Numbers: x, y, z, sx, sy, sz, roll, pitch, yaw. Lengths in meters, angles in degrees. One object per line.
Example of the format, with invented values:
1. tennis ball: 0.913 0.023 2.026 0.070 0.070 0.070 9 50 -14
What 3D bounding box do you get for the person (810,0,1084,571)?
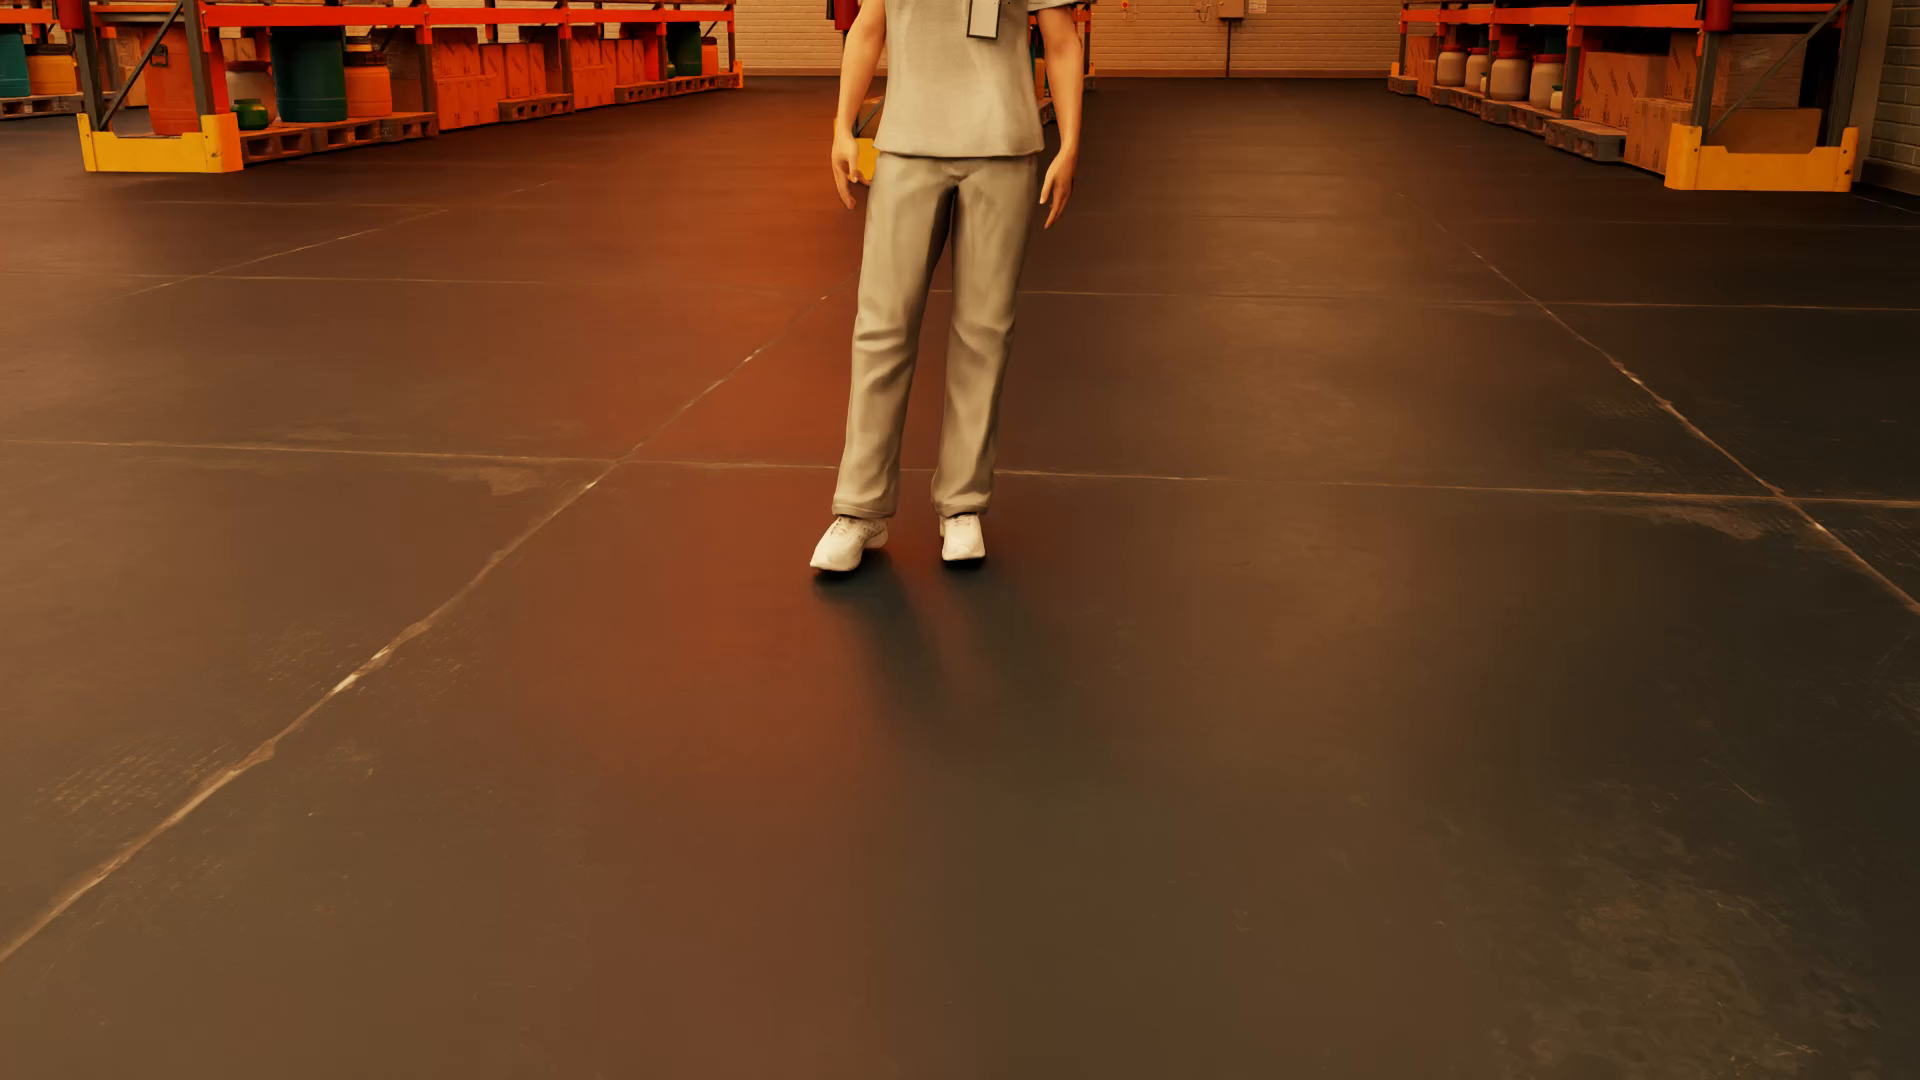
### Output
1. person: -0.022 -0.784 3.504 0.550 1.675 0.549 2 18 7
